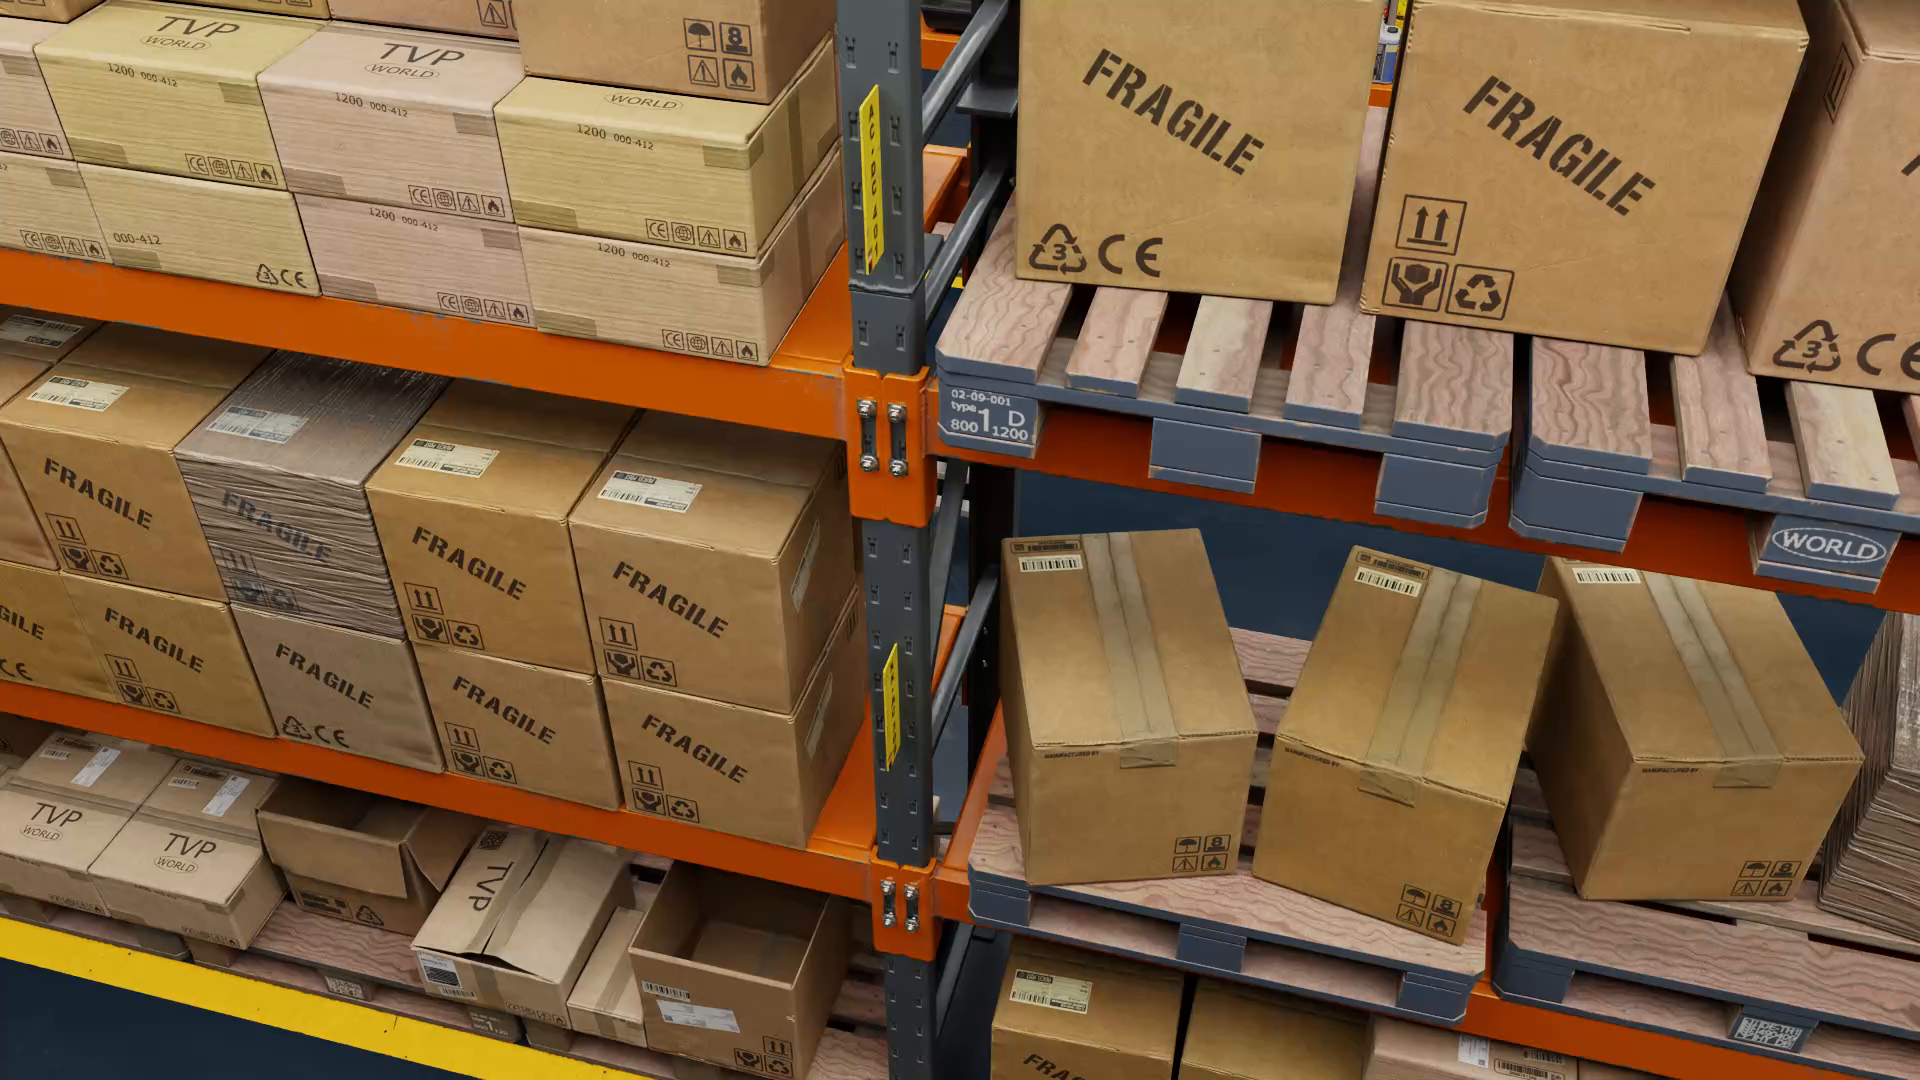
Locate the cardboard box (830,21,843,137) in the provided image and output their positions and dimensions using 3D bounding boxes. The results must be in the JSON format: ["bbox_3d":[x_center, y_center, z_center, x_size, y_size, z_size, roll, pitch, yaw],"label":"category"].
[{"bbox_3d":[-0.427,-1.142,3.673,0.500,0.250,0.500,10,41,11],"label":"cardboard box"}]

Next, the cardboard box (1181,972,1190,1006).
[{"bbox_3d":[0.530,1.069,5.247,0.500,0.500,0.500,10,41,11],"label":"cardboard box"}]

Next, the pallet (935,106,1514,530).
[{"bbox_3d":[0.591,-0.549,3.385,1.003,0.211,1.213,10,41,11],"label":"pallet"}]

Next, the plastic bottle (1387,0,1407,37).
[{"bbox_3d":[2.198,-2.643,8.103,0.185,0.351,0.144,10,41,11],"label":"plastic bottle"}]

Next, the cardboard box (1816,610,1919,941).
[{"bbox_3d":[2.371,0.536,3.875,0.500,0.500,0.700,17,43,20],"label":"cardboard box"}]

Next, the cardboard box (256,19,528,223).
[{"bbox_3d":[-1.043,-0.904,3.390,0.500,0.250,0.500,10,41,11],"label":"cardboard box"}]

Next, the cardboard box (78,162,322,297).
[{"bbox_3d":[-1.525,-0.798,3.653,0.500,0.250,0.500,10,41,11],"label":"cardboard box"}]

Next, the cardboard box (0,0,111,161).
[{"bbox_3d":[-2.008,-1.072,3.590,0.500,0.250,0.500,10,41,11],"label":"cardboard box"}]

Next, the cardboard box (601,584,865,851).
[{"bbox_3d":[-0.570,0.414,4.347,0.500,0.500,0.500,10,41,12],"label":"cardboard box"}]

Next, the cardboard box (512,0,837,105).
[{"bbox_3d":[-0.501,-1.251,3.220,0.500,0.500,0.700,10,41,11],"label":"cardboard box"}]

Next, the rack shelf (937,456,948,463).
[{"bbox_3d":[-0.008,-0.389,6.926,0.200,0.077,0.258,10,41,11],"label":"rack shelf"}]

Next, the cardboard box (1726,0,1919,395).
[{"bbox_3d":[1.736,-0.661,2.890,0.600,0.600,0.600,8,41,10],"label":"cardboard box"}]

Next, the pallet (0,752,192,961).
[{"bbox_3d":[-3.041,0.923,5.987,1.213,0.211,1.003,10,41,11],"label":"pallet"}]

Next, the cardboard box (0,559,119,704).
[{"bbox_3d":[-2.541,0.078,4.747,0.500,0.500,0.500,10,41,11],"label":"cardboard box"}]

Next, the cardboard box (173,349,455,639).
[{"bbox_3d":[-1.559,-0.136,4.224,0.500,0.500,0.500,10,41,12],"label":"cardboard box"}]

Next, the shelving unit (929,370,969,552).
[{"bbox_3d":[-0.008,-0.346,6.962,0.210,0.900,0.258,10,41,11],"label":"shelving unit"}]

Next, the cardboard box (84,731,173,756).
[{"bbox_3d":[-2.928,0.688,5.959,0.250,0.166,0.380,10,41,11],"label":"cardboard box"}]

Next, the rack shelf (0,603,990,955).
[{"bbox_3d":[-1.953,0.319,5.097,4.000,0.370,1.077,10,41,11],"label":"rack shelf"}]

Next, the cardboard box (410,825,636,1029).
[{"bbox_3d":[-1.369,1.194,5.245,0.500,0.311,0.500,10,41,11],"label":"cardboard box"}]

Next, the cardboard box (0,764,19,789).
[{"bbox_3d":[-3.328,0.952,5.645,0.250,0.166,0.380,10,41,11],"label":"cardboard box"}]

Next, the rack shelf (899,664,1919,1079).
[{"bbox_3d":[1.911,0.984,4.306,4.000,0.370,1.077,10,41,11],"label":"rack shelf"}]

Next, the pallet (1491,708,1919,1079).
[{"bbox_3d":[1.963,0.794,4.122,1.213,0.211,1.003,10,41,11],"label":"pallet"}]

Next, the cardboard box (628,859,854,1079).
[{"bbox_3d":[-0.645,1.246,5.035,0.500,0.500,0.500,10,41,11],"label":"cardboard box"}]

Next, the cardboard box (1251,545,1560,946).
[{"bbox_3d":[1.059,0.469,3.954,0.500,0.500,0.700,16,43,18],"label":"cardboard box"}]

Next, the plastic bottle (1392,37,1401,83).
[{"bbox_3d":[2.070,-2.241,7.686,0.097,0.271,0.097,0,40,0],"label":"plastic bottle"}]

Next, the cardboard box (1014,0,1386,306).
[{"bbox_3d":[0.446,-0.881,3.152,0.600,0.600,0.600,6,40,7],"label":"cardboard box"}]

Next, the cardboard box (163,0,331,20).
[{"bbox_3d":[-1.432,-1.502,3.518,0.500,0.500,0.700,10,41,11],"label":"cardboard box"}]

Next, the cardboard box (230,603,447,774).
[{"bbox_3d":[-1.566,0.245,4.548,0.500,0.500,0.500,11,41,12],"label":"cardboard box"}]

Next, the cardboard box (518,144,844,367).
[{"bbox_3d":[-0.560,-0.631,3.453,0.500,0.250,0.500,10,41,11],"label":"cardboard box"}]

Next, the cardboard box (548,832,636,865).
[{"bbox_3d":[-1.209,0.951,5.647,0.250,0.166,0.380,10,41,11],"label":"cardboard box"}]

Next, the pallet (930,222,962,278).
[{"bbox_3d":[0.543,-1.731,9.147,1.213,0.211,1.003,10,41,11],"label":"pallet"}]

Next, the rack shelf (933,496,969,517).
[{"bbox_3d":[-0.008,-0.183,7.099,0.200,0.077,0.258,10,41,11],"label":"rack shelf"}]

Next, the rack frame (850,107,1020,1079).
[{"bbox_3d":[-0.021,0.376,4.470,0.127,3.000,1.000,10,41,11],"label":"rack frame"}]

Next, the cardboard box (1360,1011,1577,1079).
[{"bbox_3d":[1.349,1.276,4.417,0.500,0.250,0.500,10,41,12],"label":"cardboard box"}]

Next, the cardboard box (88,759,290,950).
[{"bbox_3d":[-2.467,1.028,5.489,0.500,0.250,0.500,10,41,11],"label":"cardboard box"}]

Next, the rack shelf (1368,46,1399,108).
[{"bbox_3d":[3.195,-2.093,7.969,4.000,0.370,1.077,10,41,11],"label":"rack shelf"}]

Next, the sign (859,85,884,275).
[{"bbox_3d":[-0.154,-0.632,2.936,0.005,0.325,0.100,10,41,11],"label":"sign"}]

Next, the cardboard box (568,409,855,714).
[{"bbox_3d":[-0.577,0.032,4.025,0.500,0.500,0.500,10,41,12],"label":"cardboard box"}]

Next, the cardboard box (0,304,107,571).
[{"bbox_3d":[-2.536,-0.304,4.425,0.500,0.500,0.500,10,41,12],"label":"cardboard box"}]

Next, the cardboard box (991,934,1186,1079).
[{"bbox_3d":[0.383,1.396,4.856,0.500,0.500,0.500,8,41,9],"label":"cardboard box"}]

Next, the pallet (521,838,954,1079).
[{"bbox_3d":[-0.684,1.329,5.504,1.213,0.211,1.003,10,41,11],"label":"pallet"}]

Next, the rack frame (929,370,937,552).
[{"bbox_3d":[-0.106,-0.363,6.982,0.006,0.900,0.240,10,41,11],"label":"rack frame"}]
